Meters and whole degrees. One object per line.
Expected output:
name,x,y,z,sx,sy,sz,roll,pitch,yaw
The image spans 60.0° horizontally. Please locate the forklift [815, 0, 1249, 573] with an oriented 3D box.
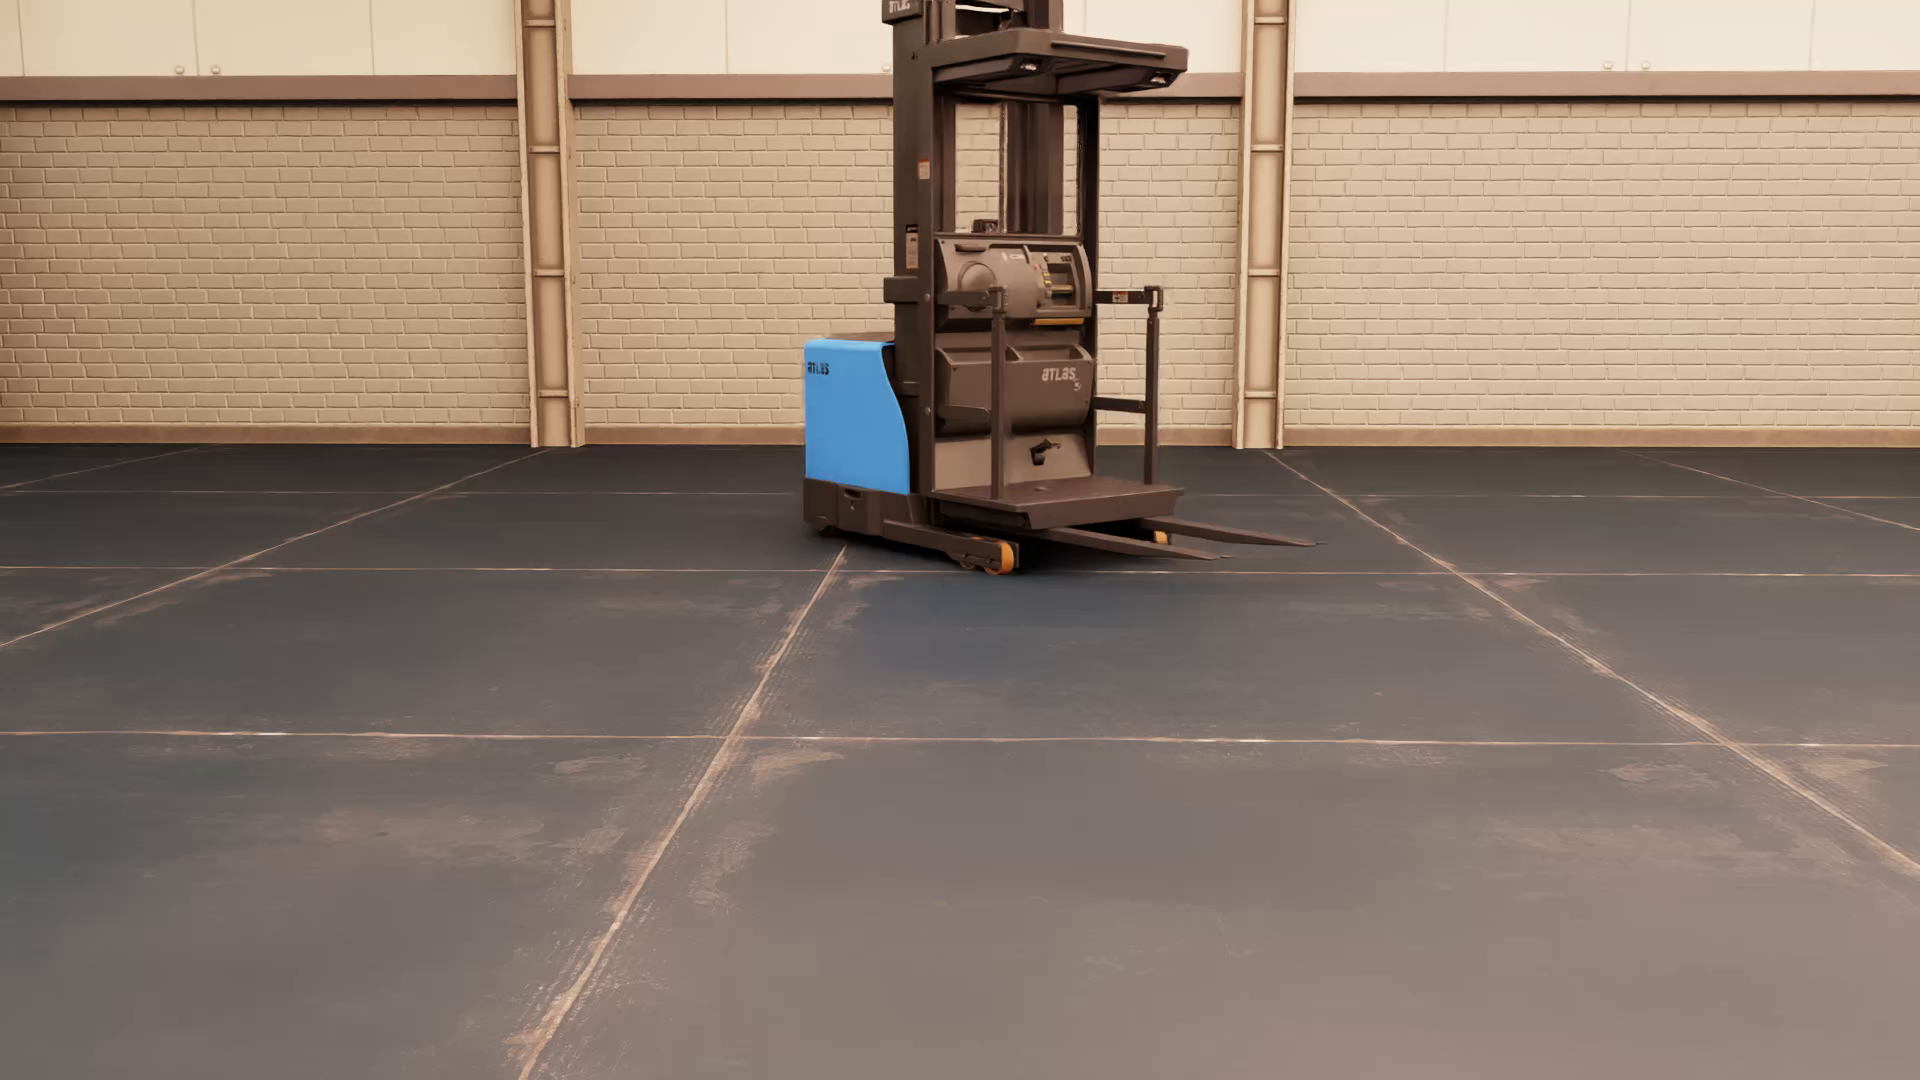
forklift,0.283,-1.363,8.218,1.130,2.935,3.031,-4,10,-26
